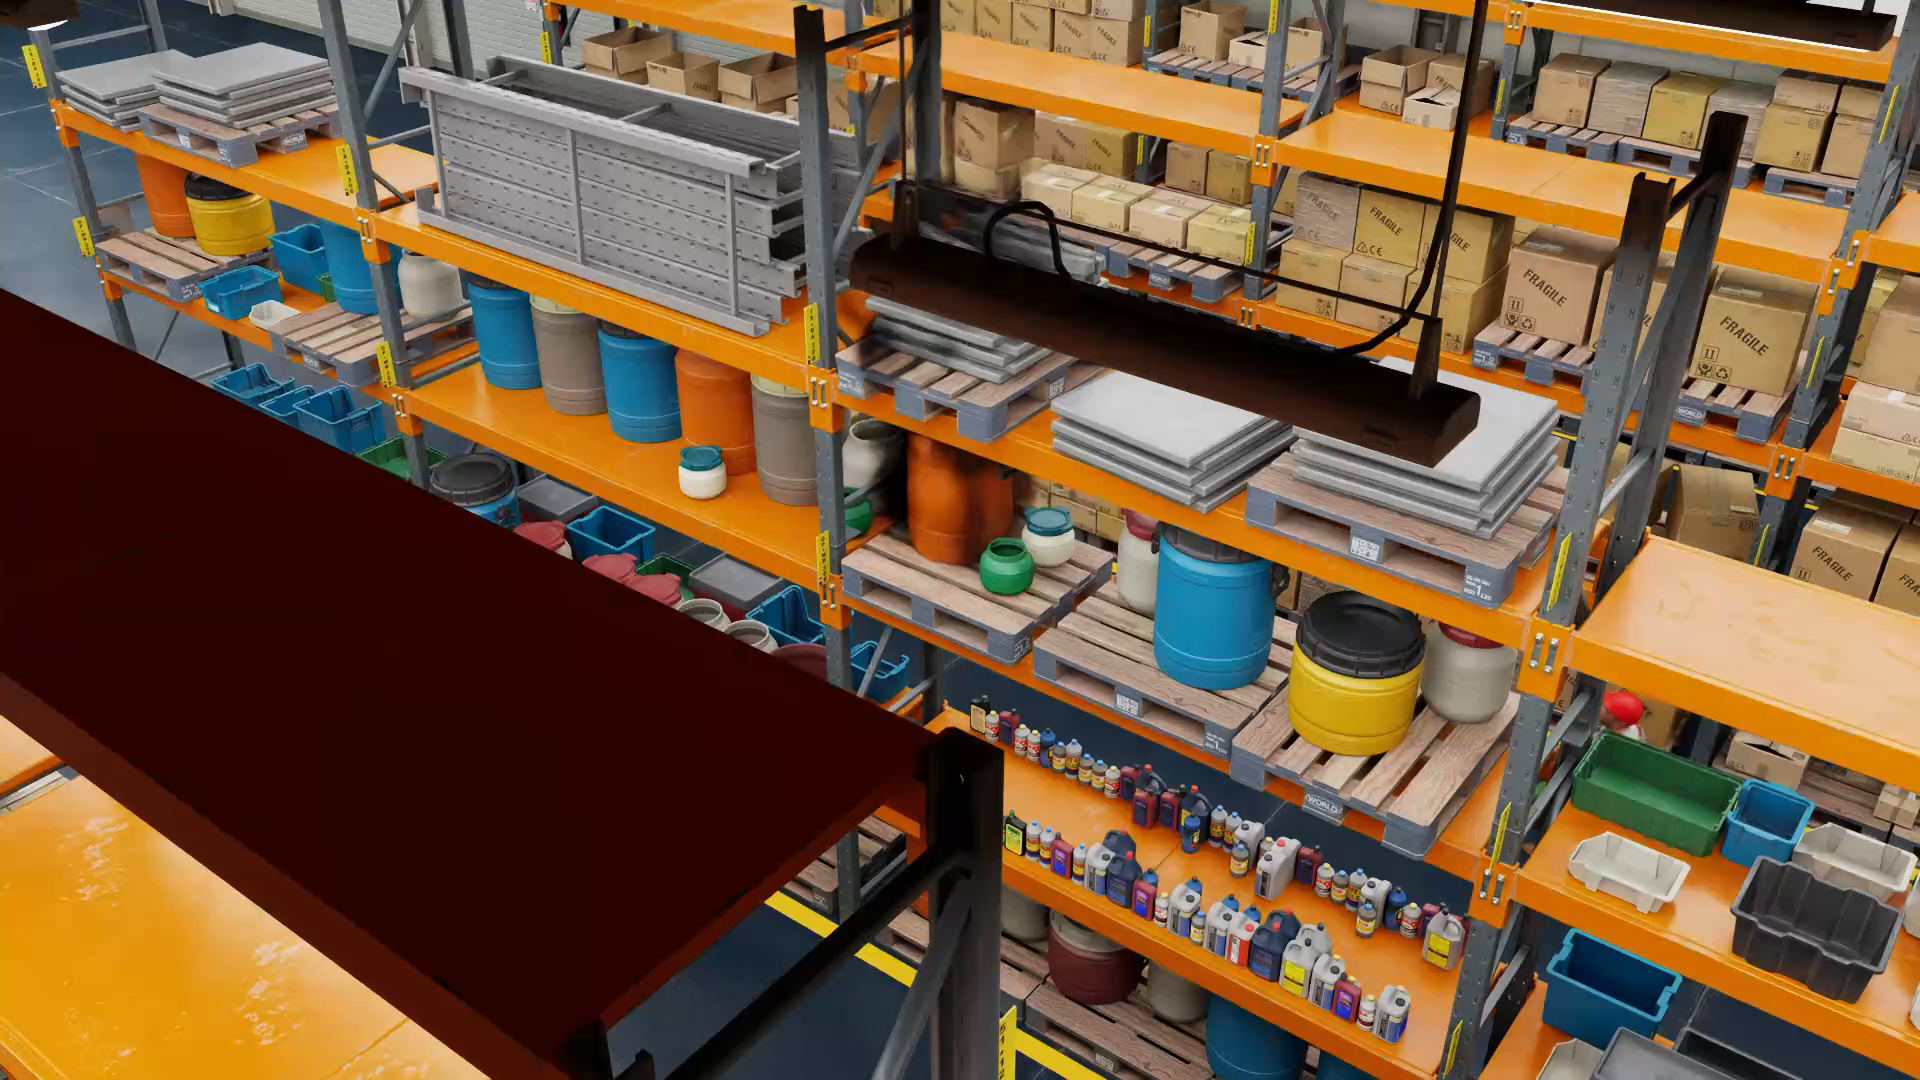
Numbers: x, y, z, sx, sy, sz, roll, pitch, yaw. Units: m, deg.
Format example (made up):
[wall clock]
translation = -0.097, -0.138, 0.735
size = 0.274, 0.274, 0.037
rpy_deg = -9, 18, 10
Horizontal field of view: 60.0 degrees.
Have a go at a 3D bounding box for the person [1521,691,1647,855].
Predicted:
[person]
translation = 4.138, 1.657, 10.790
size = 0.907, 1.659, 0.667
rpy_deg = 15, 35, 23
